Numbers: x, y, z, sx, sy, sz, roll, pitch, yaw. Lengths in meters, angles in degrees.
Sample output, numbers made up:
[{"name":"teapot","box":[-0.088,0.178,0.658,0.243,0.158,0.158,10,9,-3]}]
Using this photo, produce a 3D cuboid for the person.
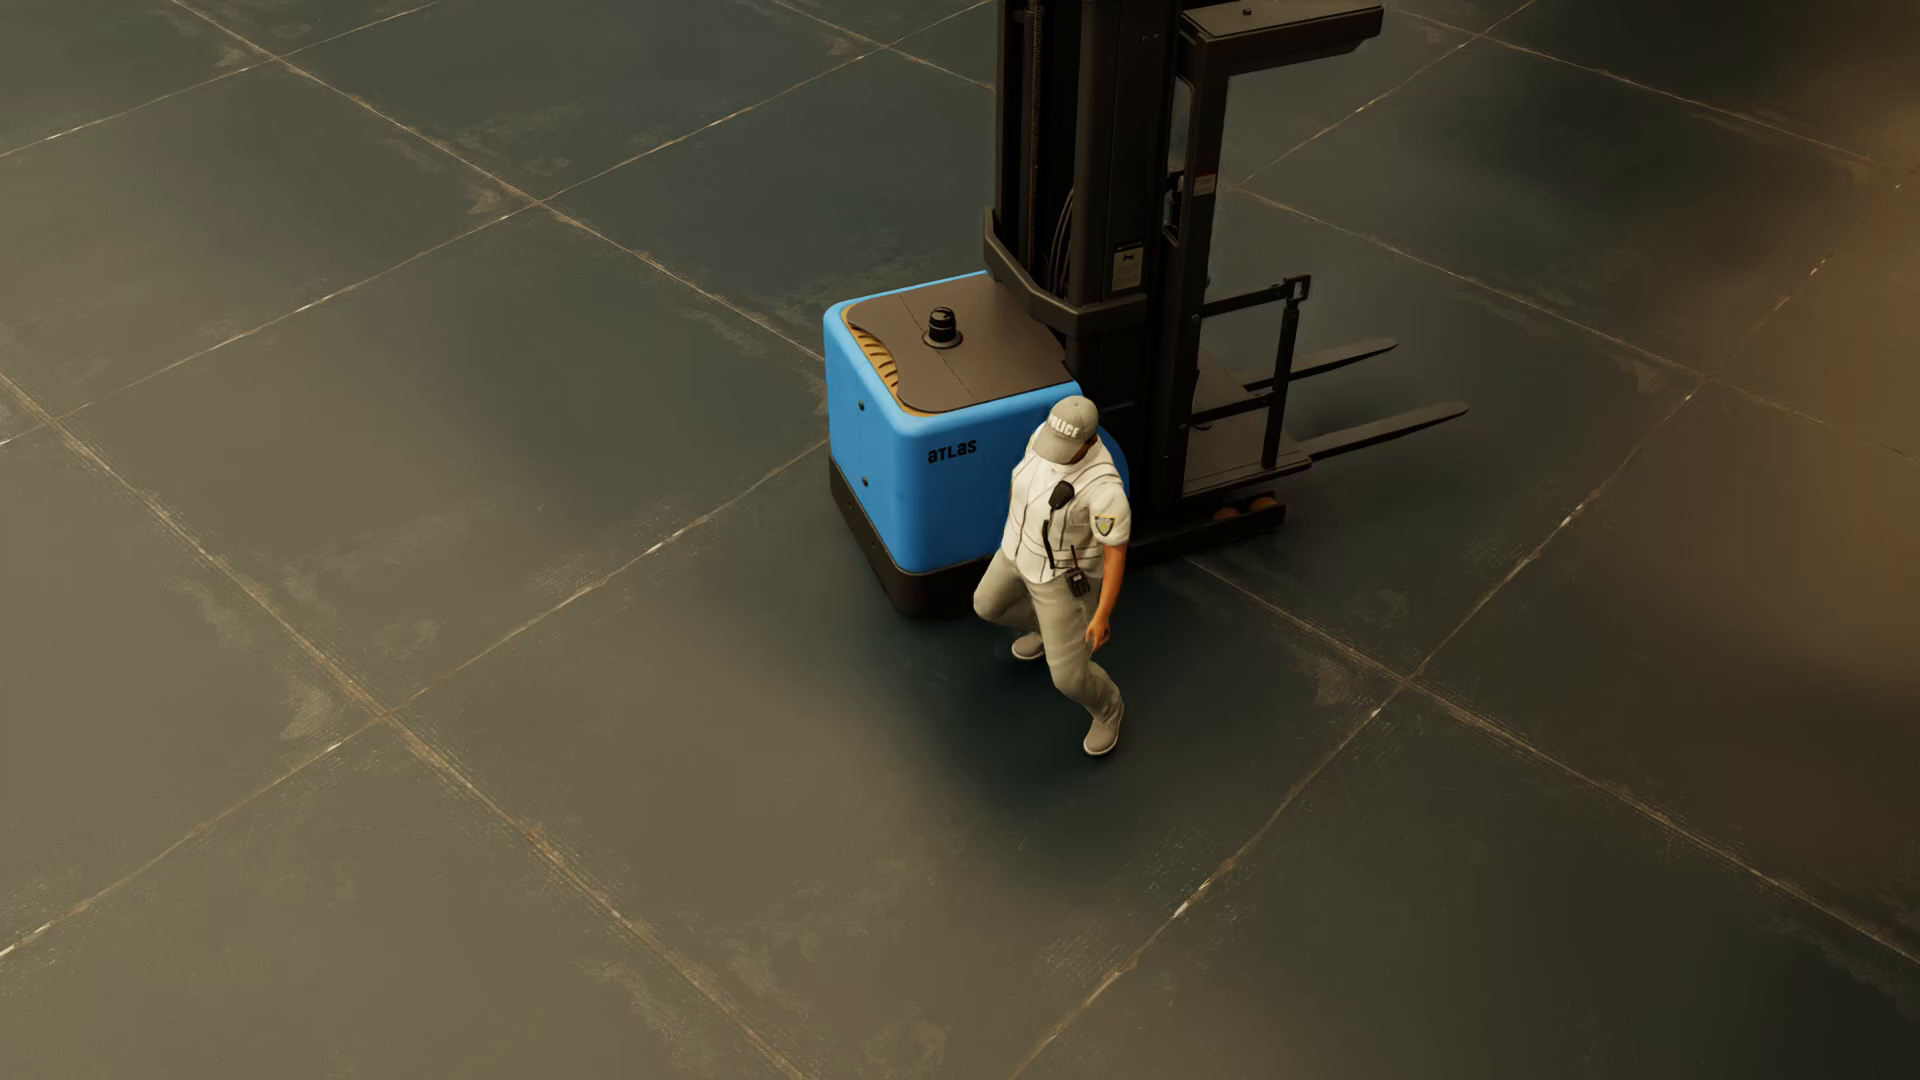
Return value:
[{"name":"person","box":[0.371,0.042,6.383,0.485,1.572,0.827,-20,45,-22]}]

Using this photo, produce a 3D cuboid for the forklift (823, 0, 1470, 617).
[{"name":"forklift","box":[0.957,-1.401,7.062,3.031,2.935,1.130,-15,43,-17]}]
